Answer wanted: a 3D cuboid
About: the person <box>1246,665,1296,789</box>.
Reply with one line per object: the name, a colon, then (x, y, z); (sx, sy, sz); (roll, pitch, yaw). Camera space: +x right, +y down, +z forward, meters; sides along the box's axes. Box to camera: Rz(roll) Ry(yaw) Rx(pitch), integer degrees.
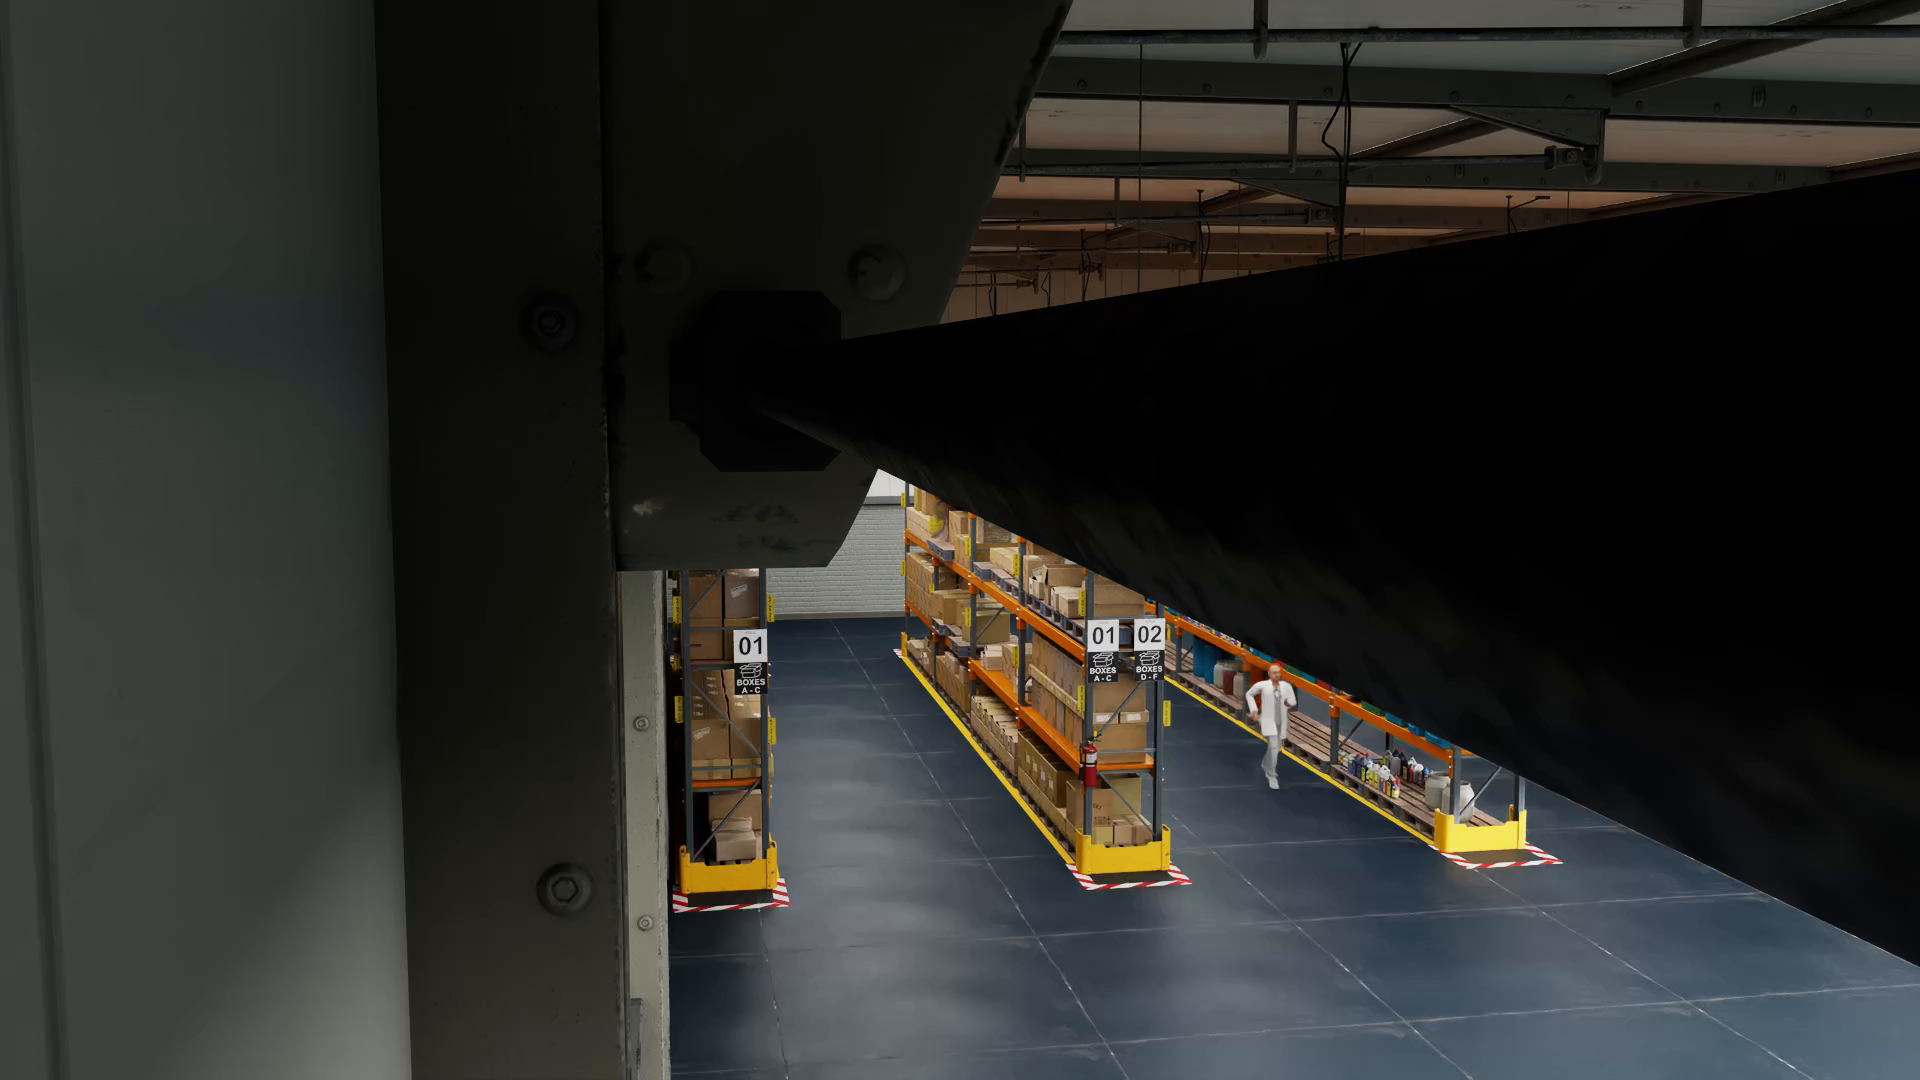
person: (4.771, 2.818, 25.359); (0.672, 1.848, 0.855); (-2, 6, -16)
